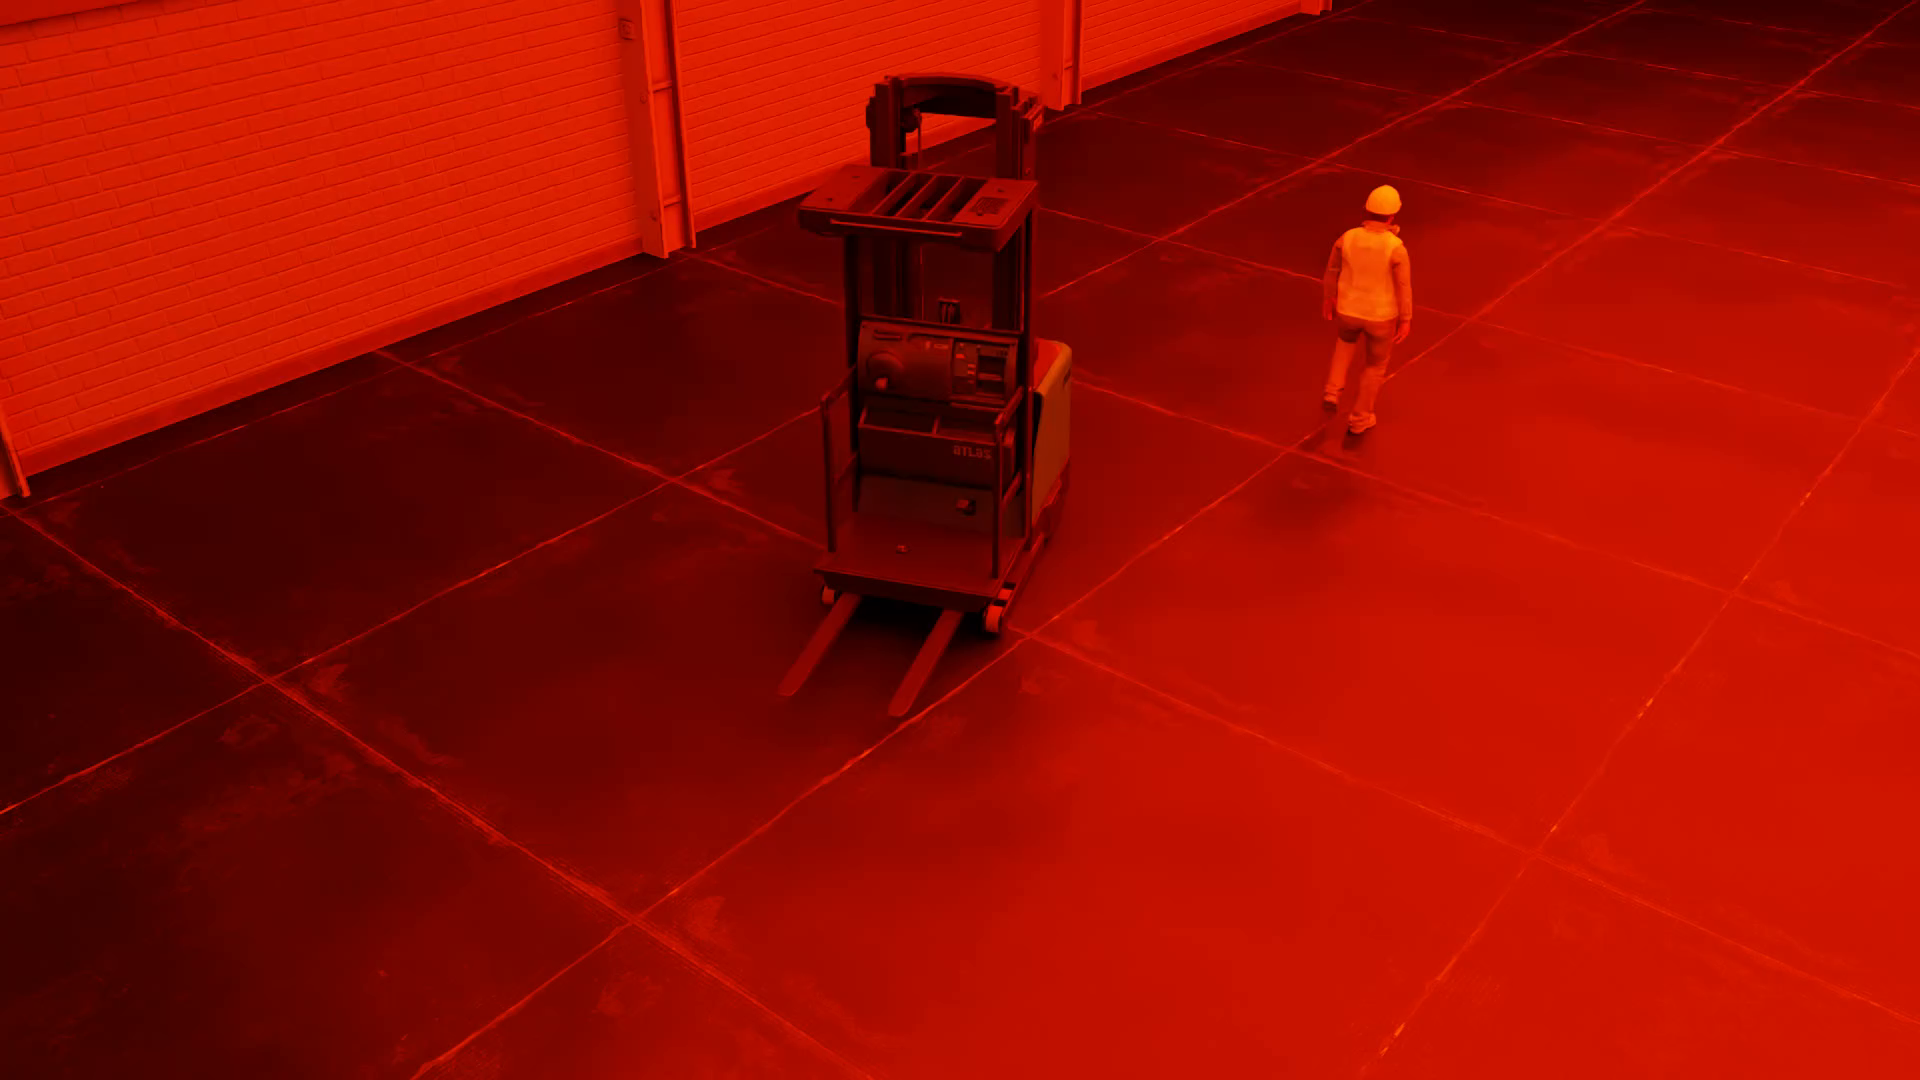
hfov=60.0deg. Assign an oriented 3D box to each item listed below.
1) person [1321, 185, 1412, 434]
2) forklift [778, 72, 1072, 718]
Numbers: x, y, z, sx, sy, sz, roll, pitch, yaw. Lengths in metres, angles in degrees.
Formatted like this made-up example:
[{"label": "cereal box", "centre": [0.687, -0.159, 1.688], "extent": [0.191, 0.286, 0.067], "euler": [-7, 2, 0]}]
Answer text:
[{"label": "person", "centre": [2.841, -1.617, 11.531], "extent": [0.655, 1.757, 0.484], "euler": [19, 35, 29]}, {"label": "forklift", "centre": [-0.190, -0.947, 9.216], "extent": [1.130, 2.935, 3.031], "euler": [9, 31, 14]}]
